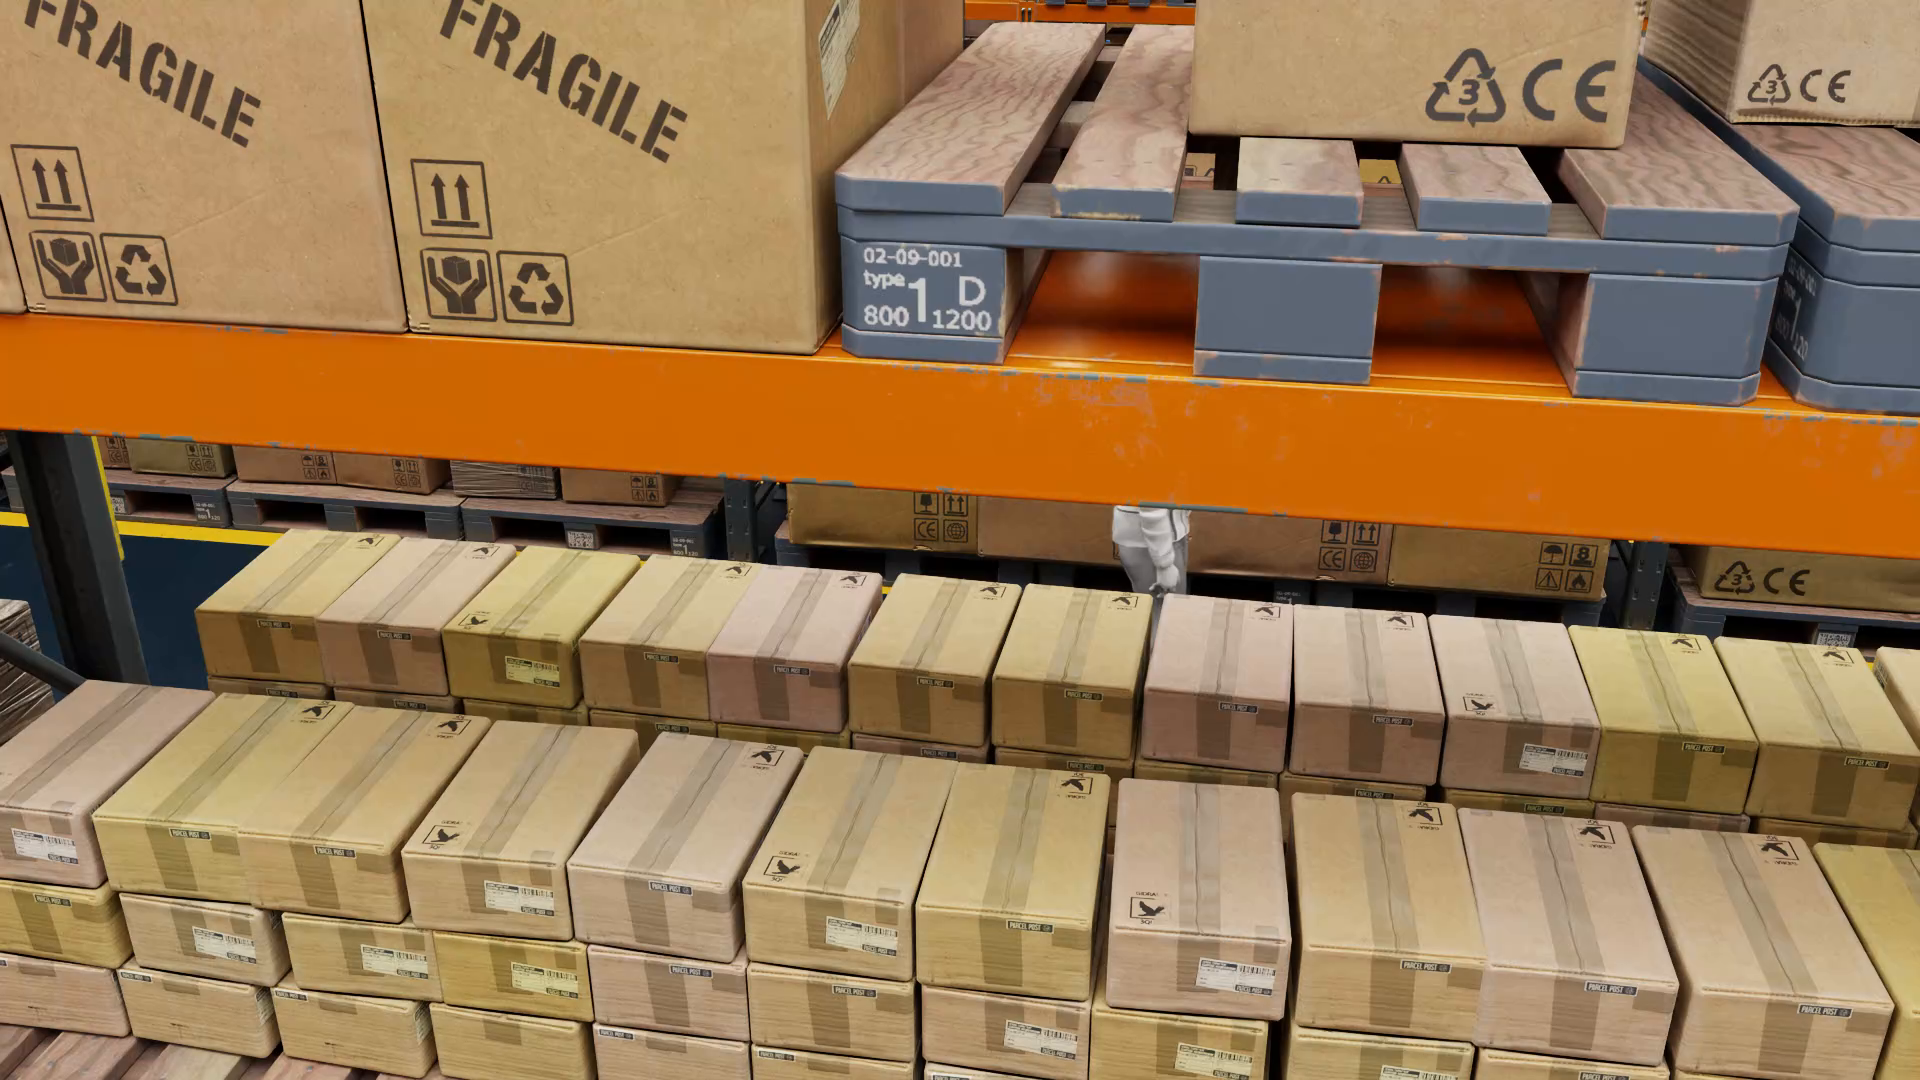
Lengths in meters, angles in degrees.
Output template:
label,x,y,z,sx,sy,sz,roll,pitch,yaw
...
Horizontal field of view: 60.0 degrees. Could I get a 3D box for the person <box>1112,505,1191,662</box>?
label,x,y,z,sx,sy,sz,roll,pitch,yaw
person,0.742,0.005,6.094,0.375,1.663,0.527,4,25,7
